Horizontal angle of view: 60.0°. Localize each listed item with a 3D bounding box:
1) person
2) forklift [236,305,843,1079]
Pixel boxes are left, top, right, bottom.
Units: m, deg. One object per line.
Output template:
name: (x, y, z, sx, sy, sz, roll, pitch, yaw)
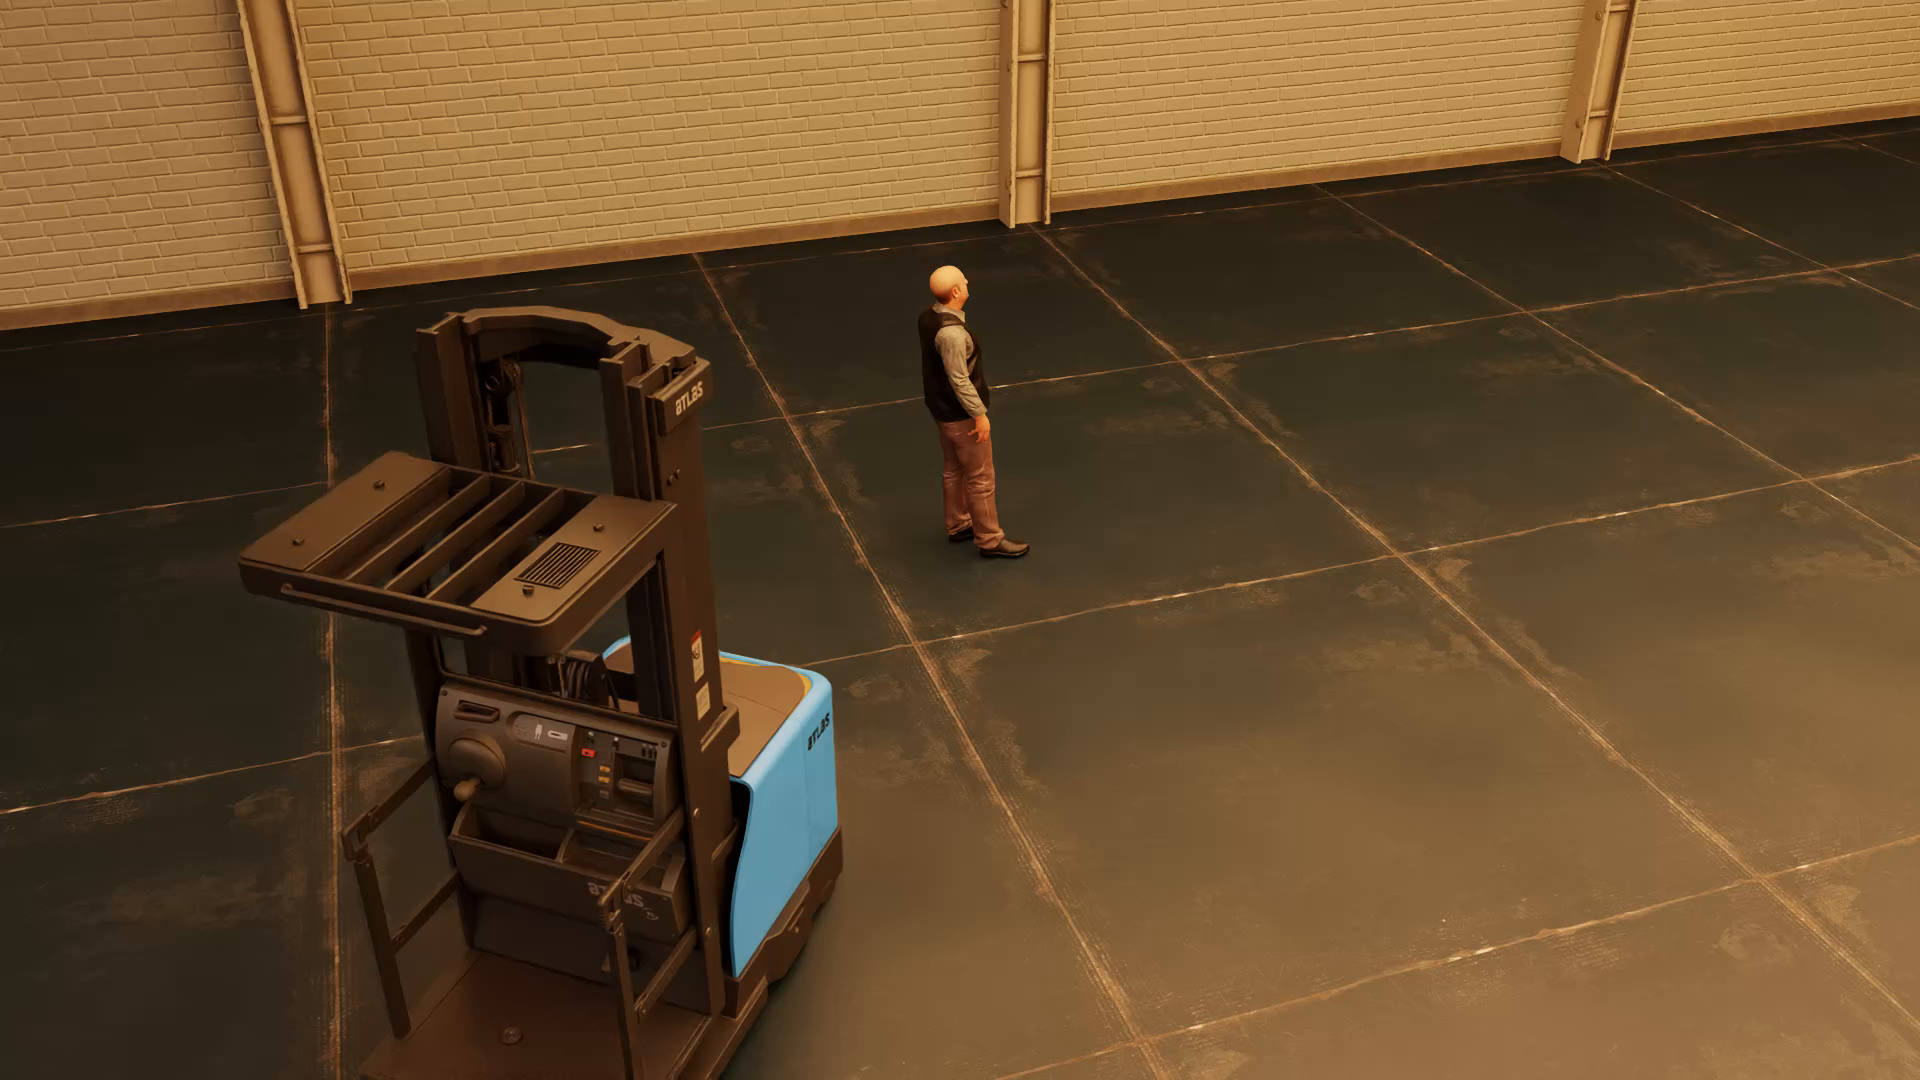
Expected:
person: (0.062, -0.759, 9.605, 0.566, 1.722, 0.633, -10, 31, -16)
forklift: (-1.502, 0.824, 5.655, 1.130, 2.935, 3.031, 10, 32, 17)
